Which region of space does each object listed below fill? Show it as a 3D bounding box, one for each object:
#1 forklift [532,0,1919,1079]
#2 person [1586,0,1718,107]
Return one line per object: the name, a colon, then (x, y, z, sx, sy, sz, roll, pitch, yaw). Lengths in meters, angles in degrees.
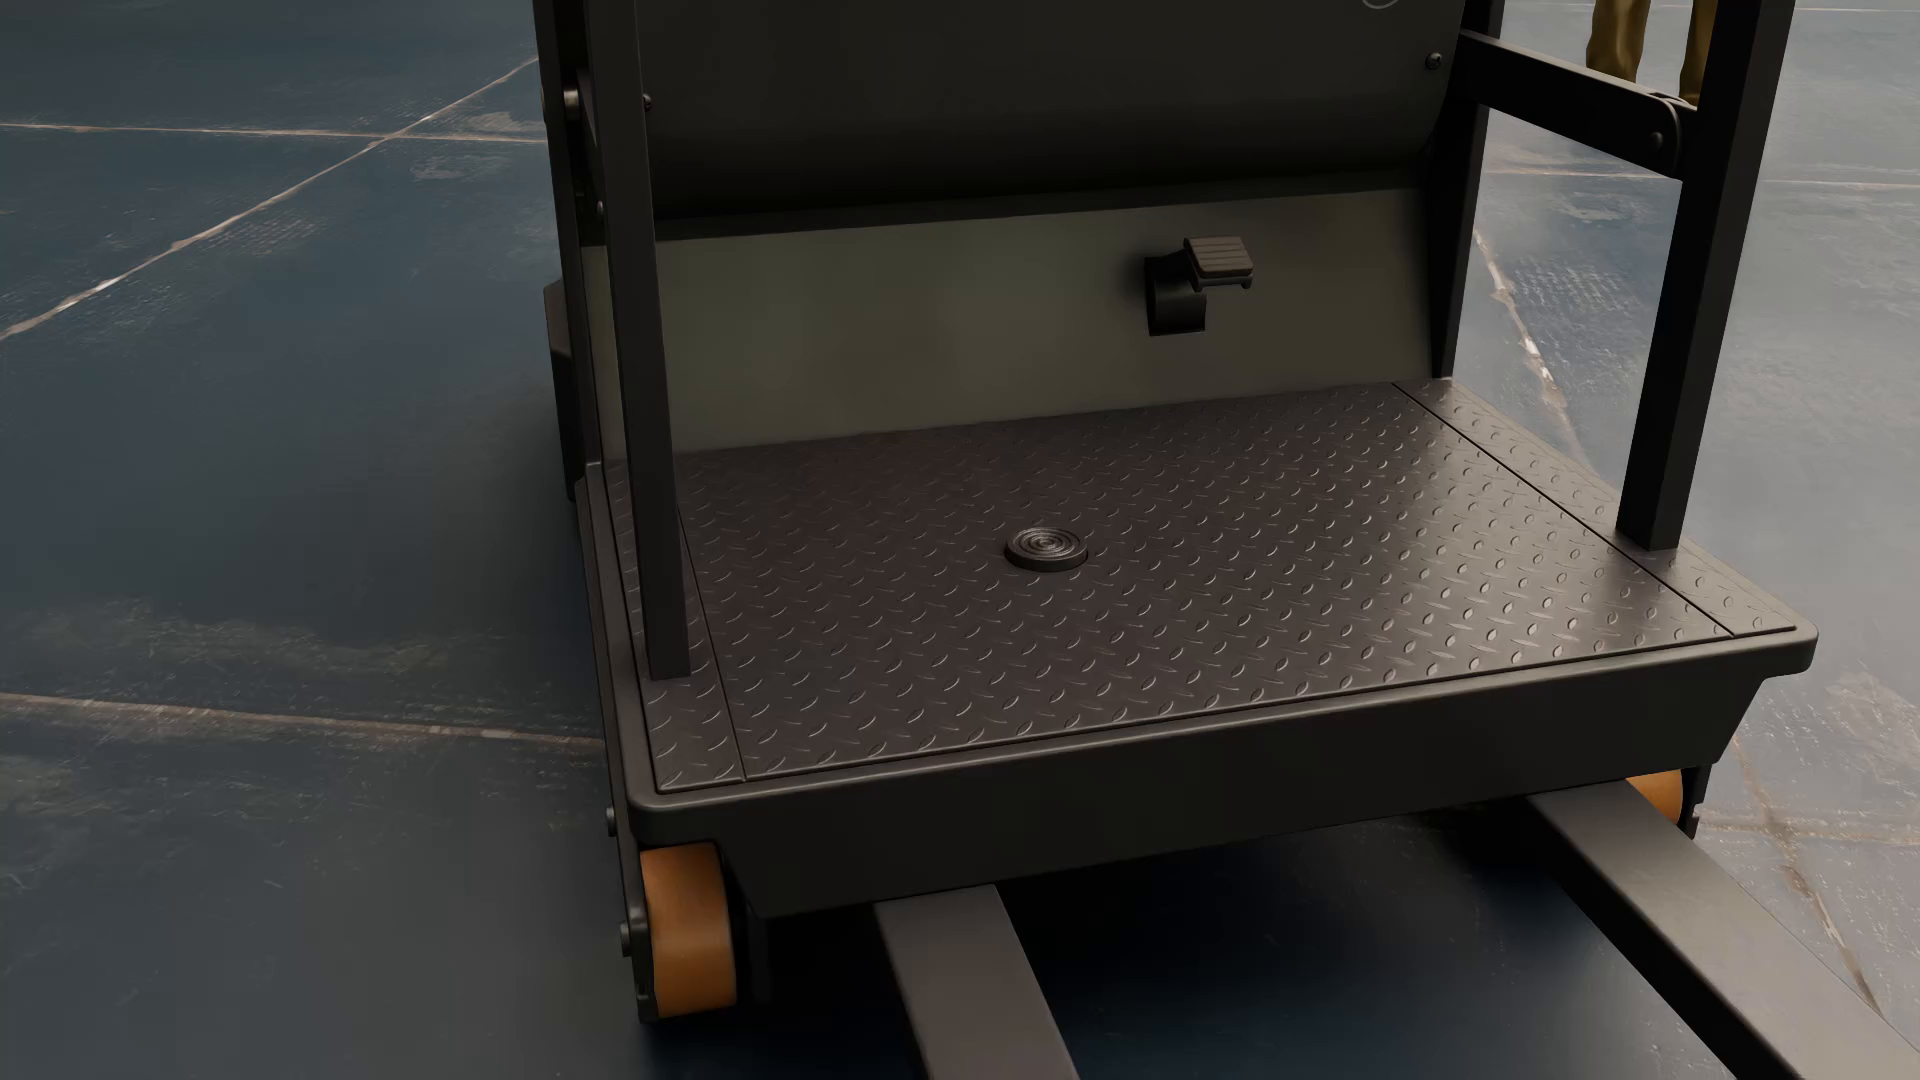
forklift: (0.153, -1.049, 1.319, 1.130, 2.935, 3.031, -7, 27, -13)
person: (2.042, -2.039, 4.600, 0.653, 1.774, 0.430, 17, 31, 31)
